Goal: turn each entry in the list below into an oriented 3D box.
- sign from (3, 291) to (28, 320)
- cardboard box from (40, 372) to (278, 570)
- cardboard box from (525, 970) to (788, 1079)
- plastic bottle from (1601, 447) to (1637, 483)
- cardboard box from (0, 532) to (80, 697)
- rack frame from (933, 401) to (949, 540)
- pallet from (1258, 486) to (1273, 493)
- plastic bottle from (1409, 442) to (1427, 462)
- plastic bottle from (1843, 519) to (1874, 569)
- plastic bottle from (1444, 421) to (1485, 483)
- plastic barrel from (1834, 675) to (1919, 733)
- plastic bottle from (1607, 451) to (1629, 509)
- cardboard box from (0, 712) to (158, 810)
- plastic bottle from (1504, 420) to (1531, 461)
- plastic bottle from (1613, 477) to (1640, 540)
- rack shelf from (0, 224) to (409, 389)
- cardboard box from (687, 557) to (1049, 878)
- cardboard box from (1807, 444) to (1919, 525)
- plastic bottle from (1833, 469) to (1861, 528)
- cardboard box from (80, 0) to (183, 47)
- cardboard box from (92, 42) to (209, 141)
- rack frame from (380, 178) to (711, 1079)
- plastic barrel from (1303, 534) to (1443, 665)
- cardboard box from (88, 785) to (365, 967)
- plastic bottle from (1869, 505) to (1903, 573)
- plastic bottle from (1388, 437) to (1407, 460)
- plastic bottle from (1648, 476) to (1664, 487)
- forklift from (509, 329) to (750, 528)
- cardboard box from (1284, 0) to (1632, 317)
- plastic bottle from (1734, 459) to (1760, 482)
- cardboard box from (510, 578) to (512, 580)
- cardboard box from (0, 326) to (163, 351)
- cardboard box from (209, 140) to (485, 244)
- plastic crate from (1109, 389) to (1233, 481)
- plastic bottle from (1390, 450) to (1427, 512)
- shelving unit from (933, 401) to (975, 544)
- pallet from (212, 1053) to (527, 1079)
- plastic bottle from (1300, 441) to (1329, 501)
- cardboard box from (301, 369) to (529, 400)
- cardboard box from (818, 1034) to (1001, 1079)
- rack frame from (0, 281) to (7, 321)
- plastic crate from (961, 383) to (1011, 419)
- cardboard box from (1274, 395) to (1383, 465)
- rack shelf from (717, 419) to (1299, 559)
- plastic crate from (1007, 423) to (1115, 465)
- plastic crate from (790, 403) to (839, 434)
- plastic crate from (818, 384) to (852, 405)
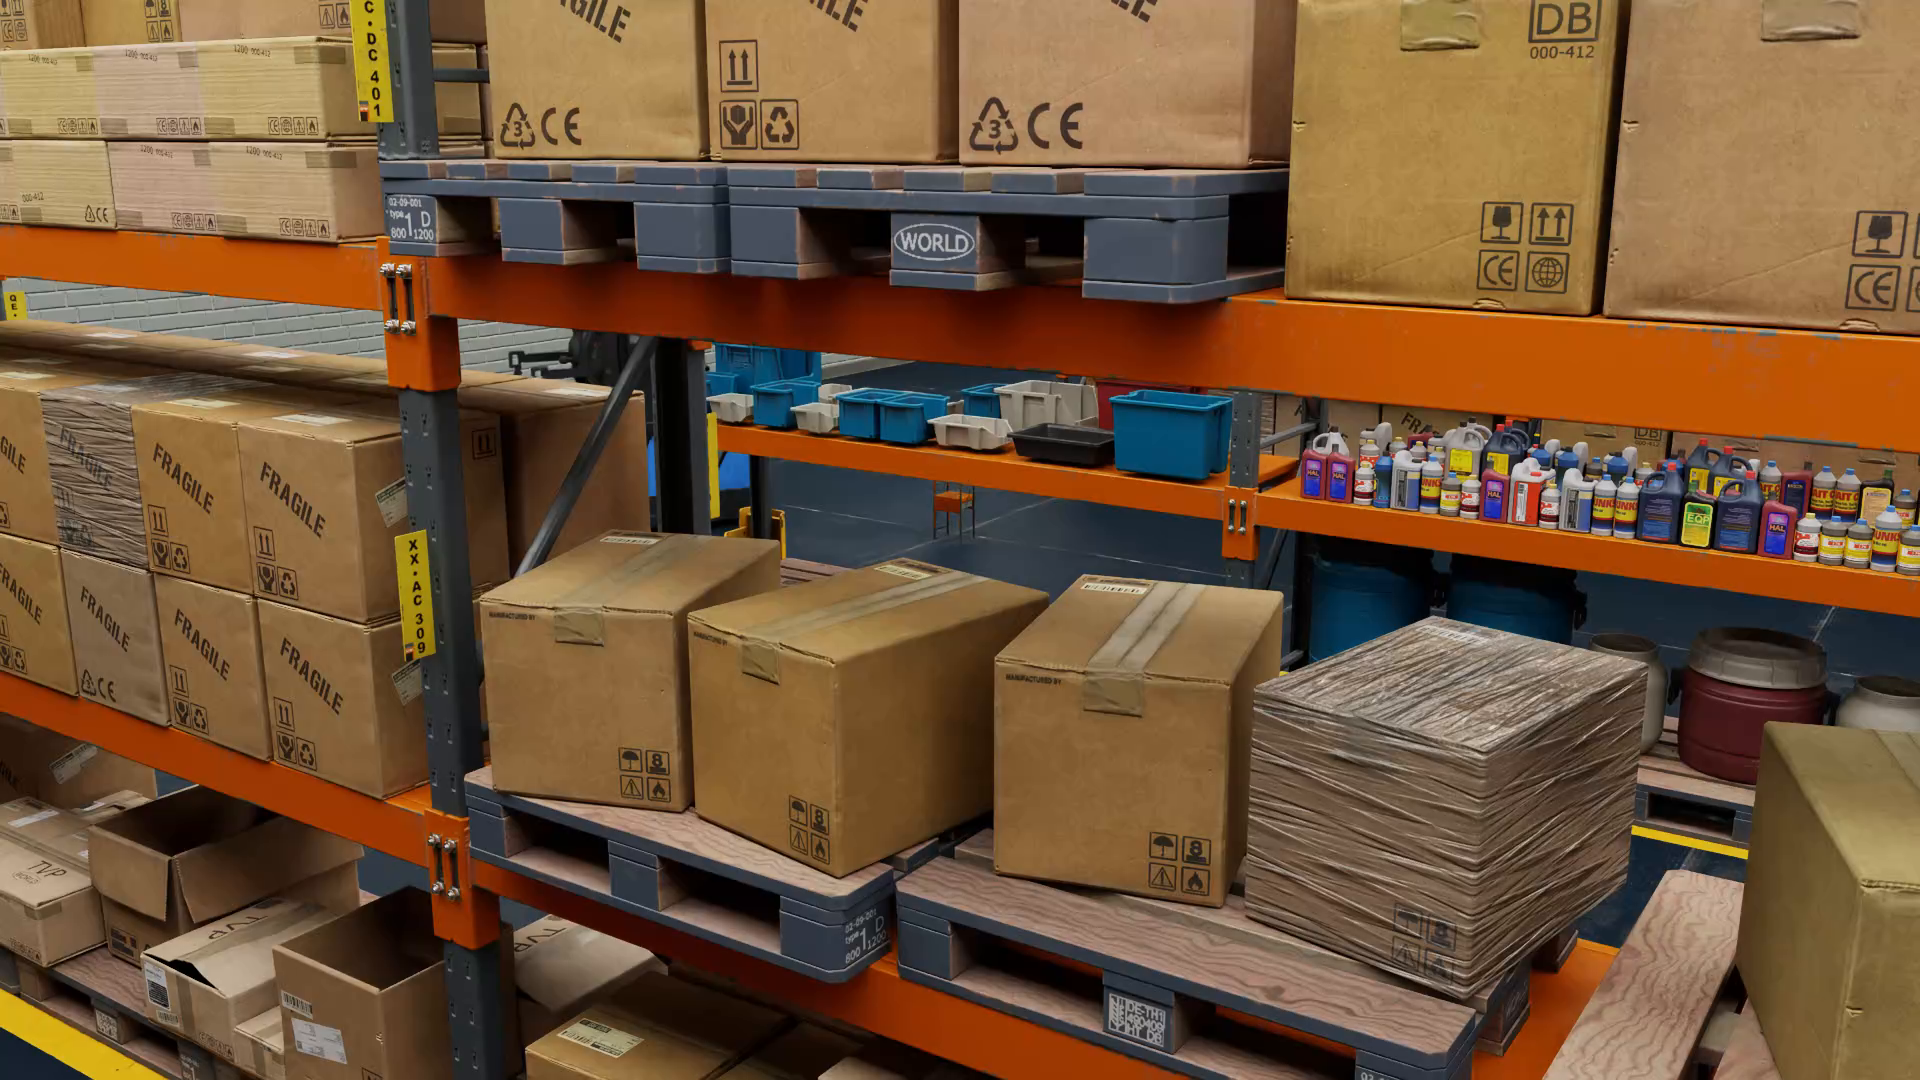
[{"bbox_3d":[-4.071,-0.908,7.181,0.005,0.325,0.100,9,17,33],"label":"sign"},{"bbox_3d":[-2.487,-0.234,5.236,0.500,0.500,0.500,9,17,33],"label":"cardboard box"},{"bbox_3d":[-0.813,1.565,4.544,0.500,0.500,0.500,8,16,30],"label":"cardboard box"},{"bbox_3d":[3.222,-0.321,8.134,0.135,0.276,0.152,9,17,33],"label":"plastic bottle"},{"bbox_3d":[-2.917,0.183,5.635,0.500,0.500,0.500,9,17,34],"label":"cardboard box"},{"bbox_3d":[-0.146,-0.533,12.792,0.008,1.050,0.200,9,17,33],"label":"rack frame"},{"bbox_3d":[2.849,-0.450,14.202,1.213,0.211,1.003,9,17,33],"label":"pallet"},{"bbox_3d":[2.385,-0.410,8.651,0.097,0.201,0.097,0,14,0],"label":"plastic bottle"},{"bbox_3d":[3.753,0.013,6.941,0.097,0.201,0.097,0,14,0],"label":"plastic bottle"},{"bbox_3d":[2.554,-0.424,8.398,0.185,0.351,0.144,9,17,33],"label":"plastic bottle"},{"bbox_3d":[4.074,0.885,7.309,0.421,0.512,0.421,0,14,0],"label":"plastic barrel"},{"bbox_3d":[3.168,-0.291,8.024,0.097,0.271,0.097,0,14,0],"label":"plastic bottle"},{"bbox_3d":[-3.809,0.939,7.073,0.500,0.500,0.500,9,17,33],"label":"cardboard box"},{"bbox_3d":[2.788,-0.428,8.414,0.185,0.351,0.144,9,17,33],"label":"plastic bottle"},{"bbox_3d":[2.983,-0.145,7.435,0.097,0.271,0.097,0,14,0],"label":"plastic bottle"},{"bbox_3d":[-2.738,-0.923,5.564,4.000,0.370,1.077,9,17,33],"label":"rack shelf"},{"bbox_3d":[-0.204,0.387,3.934,0.500,0.500,0.700,13,19,42],"label":"cardboard box"},{"bbox_3d":[6.476,-0.376,11.649,0.875,0.875,1.225,9,17,33],"label":"cardboard box"},{"bbox_3d":[4.062,-0.191,7.618,0.097,0.271,0.097,0,14,0],"label":"plastic bottle"},{"bbox_3d":[-2.258,-1.757,5.146,0.500,0.500,0.700,9,17,33],"label":"cardboard box"},{"bbox_3d":[-2.047,-1.253,4.670,0.500,0.250,0.500,9,17,33],"label":"cardboard box"},{"bbox_3d":[-1.079,0.452,4.755,0.127,3.000,1.000,9,17,33],"label":"rack frame"},{"bbox_3d":[2.131,0.356,8.635,0.708,0.901,0.600,9,17,33],"label":"plastic barrel"},{"bbox_3d":[-2.641,1.199,6.015,0.637,0.503,0.797,9,17,33],"label":"cardboard box"},{"bbox_3d":[3.834,-0.008,6.879,0.097,0.271,0.097,0,14,0],"label":"plastic bottle"},{"bbox_3d":[2.308,-0.440,8.772,0.097,0.201,0.097,0,14,0],"label":"plastic bottle"},{"bbox_3d":[3.144,-0.161,7.499,0.097,0.271,0.097,0,14,0],"label":"plastic bottle"},{"bbox_3d":[-3.083,-1.522,12.870,3.031,2.935,1.130,-6,15,-23],"label":"forklift"},{"bbox_3d":[1.005,-0.706,2.982,0.500,0.500,0.910,9,17,33],"label":"cardboard box"},{"bbox_3d":[3.679,-0.247,7.836,0.135,0.276,0.152,9,17,33],"label":"plastic bottle"},{"bbox_3d":[-1.350,0.281,5.238,0.500,0.500,0.500,10,17,34],"label":"cardboard box"},{"bbox_3d":[-3.455,-0.546,6.497,0.500,0.500,0.500,10,17,34],"label":"cardboard box"},{"bbox_3d":[-1.631,-0.943,4.461,0.500,0.250,0.500,9,17,33],"label":"cardboard box"},{"bbox_3d":[1.111,-0.551,8.715,0.575,0.384,0.392,9,17,33],"label":"plastic crate"},{"bbox_3d":[2.164,-0.288,8.001,0.135,0.276,0.152,9,17,33],"label":"plastic bottle"},{"bbox_3d":[-0.044,-0.517,12.726,0.252,1.050,0.215,9,17,33],"label":"shelving unit"},{"bbox_3d":[-1.648,1.713,5.462,1.213,0.211,1.003,9,17,33],"label":"pallet"},{"bbox_3d":[1.755,-0.344,8.214,0.133,0.283,0.061,9,17,33],"label":"plastic bottle"},{"bbox_3d":[-1.741,-0.270,5.383,0.500,0.500,0.500,9,16,31],"label":"cardboard box"},{"bbox_3d":[0.016,1.335,3.912,0.500,0.250,0.500,9,17,33],"label":"cardboard box"},{"bbox_3d":[-4.398,-0.084,6.922,0.127,3.000,1.000,9,17,33],"label":"rack frame"},{"bbox_3d":[0.217,-0.795,10.016,0.300,0.233,0.416,9,17,33],"label":"plastic crate"},{"bbox_3d":[3.203,-0.920,13.846,0.875,0.875,0.875,9,17,33],"label":"cardboard box"},{"bbox_3d":[0.029,-0.454,9.912,4.000,0.370,1.077,9,17,33],"label":"rack shelf"},{"bbox_3d":[0.610,-0.527,9.158,0.590,0.125,0.437,9,17,33],"label":"plastic crate"},{"bbox_3d":[-0.826,-0.723,9.927,0.298,0.136,0.250,9,17,33],"label":"plastic crate"},{"bbox_3d":[-0.853,-0.899,10.638,0.243,0.136,0.396,9,17,33],"label":"plastic crate"}]
